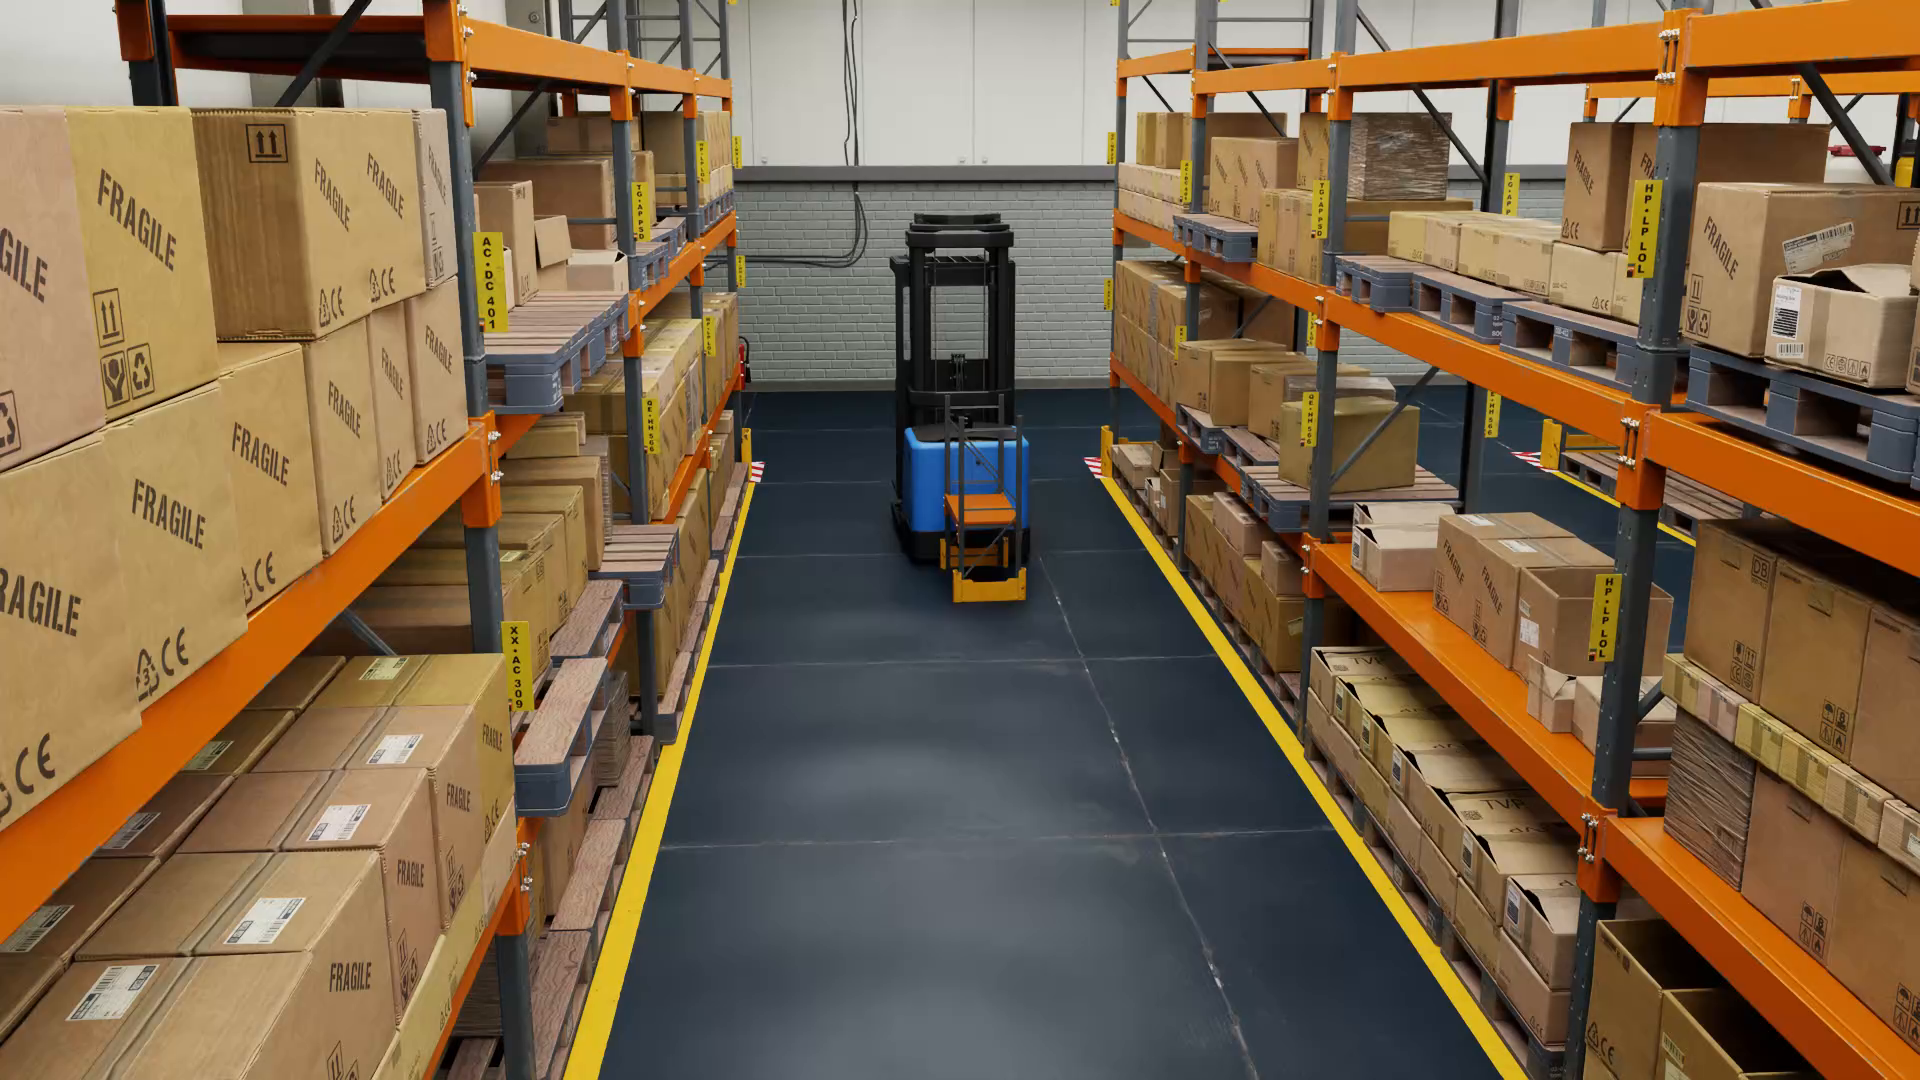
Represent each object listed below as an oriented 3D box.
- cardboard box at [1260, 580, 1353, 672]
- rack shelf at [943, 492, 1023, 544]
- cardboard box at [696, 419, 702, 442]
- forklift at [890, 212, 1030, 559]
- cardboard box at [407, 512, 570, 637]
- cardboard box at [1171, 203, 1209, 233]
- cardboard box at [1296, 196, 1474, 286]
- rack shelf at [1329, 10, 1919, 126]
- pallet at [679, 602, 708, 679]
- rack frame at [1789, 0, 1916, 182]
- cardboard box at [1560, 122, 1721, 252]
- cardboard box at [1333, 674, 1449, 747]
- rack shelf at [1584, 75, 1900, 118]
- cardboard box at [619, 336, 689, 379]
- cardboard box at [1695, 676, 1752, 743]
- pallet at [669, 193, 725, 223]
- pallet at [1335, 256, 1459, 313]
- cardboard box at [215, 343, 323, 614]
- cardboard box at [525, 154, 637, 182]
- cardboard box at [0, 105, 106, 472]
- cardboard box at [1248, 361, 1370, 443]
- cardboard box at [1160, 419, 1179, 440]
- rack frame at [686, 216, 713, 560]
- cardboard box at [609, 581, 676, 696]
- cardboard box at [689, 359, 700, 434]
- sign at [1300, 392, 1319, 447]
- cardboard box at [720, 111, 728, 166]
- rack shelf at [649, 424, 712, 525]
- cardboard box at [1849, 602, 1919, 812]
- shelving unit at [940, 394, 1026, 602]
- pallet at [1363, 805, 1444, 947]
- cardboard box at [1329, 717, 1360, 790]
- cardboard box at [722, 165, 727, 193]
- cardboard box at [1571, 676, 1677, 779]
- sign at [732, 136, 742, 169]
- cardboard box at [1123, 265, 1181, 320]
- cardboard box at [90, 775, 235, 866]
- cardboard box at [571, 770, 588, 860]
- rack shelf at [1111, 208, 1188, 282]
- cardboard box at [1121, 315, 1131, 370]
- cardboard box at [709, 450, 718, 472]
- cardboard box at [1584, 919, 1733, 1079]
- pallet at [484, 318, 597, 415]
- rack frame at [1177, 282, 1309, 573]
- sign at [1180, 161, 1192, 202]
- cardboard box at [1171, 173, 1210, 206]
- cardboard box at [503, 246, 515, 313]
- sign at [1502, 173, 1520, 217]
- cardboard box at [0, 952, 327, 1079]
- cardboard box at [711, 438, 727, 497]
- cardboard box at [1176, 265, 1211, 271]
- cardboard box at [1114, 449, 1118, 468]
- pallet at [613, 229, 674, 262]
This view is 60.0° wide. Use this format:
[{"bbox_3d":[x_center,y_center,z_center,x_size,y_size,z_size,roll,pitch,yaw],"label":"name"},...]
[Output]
[{"bbox_3d":[2.322,0.566,11.164,0.500,0.500,0.500,0,14,-1],"label":"cardboard box"},{"bbox_3d":[0.180,-0.191,13.706,0.538,0.185,1.000,-2,15,-6],"label":"rack shelf"},{"bbox_3d":[-2.235,-0.866,13.059,0.380,0.149,0.250,-1,14,-2],"label":"cardboard box"},{"bbox_3d":[-0.071,-1.575,15.490,1.130,2.935,3.031,-2,15,-6],"label":"forklift"},{"bbox_3d":[-2.179,0.179,7.452,0.700,0.500,0.500,1,14,4],"label":"cardboard box"},{"bbox_3d":[2.070,-2.694,13.982,0.500,0.250,0.500,-1,14,-3],"label":"cardboard box"},{"bbox_3d":[2.553,-1.812,10.051,0.910,0.500,0.500,-1,14,-3],"label":"cardboard box"},{"bbox_3d":[2.738,-2.068,7.476,1.077,0.370,4.000,-1,14,-3],"label":"rack shelf"},{"bbox_3d":[-2.376,0.725,12.007,1.003,0.211,1.213,-1,14,-3],"label":"pallet"},{"bbox_3d":[7.310,-4.178,13.430,1.000,3.000,0.127,-1,14,-3],"label":"rack frame"},{"bbox_3d":[2.804,-1.450,6.797,0.500,0.500,0.500,1,14,2],"label":"cardboard box"},{"bbox_3d":[2.394,0.920,9.206,0.500,0.311,0.500,-1,14,-5],"label":"cardboard box"},{"bbox_3d":[7.186,-4.133,15.502,1.077,0.370,4.000,-1,14,-3],"label":"rack shelf"},{"bbox_3d":[-2.240,-1.319,12.013,0.500,0.250,0.500,-1,14,-2],"label":"cardboard box"},{"bbox_3d":[2.701,0.562,5.543,0.380,0.149,0.250,-1,14,-3],"label":"cardboard box"},{"bbox_3d":[-2.691,-3.036,15.188,1.003,0.211,1.213,-1,14,-3],"label":"pallet"},{"bbox_3d":[2.745,-1.396,9.016,1.213,0.211,1.003,0,14,-1],"label":"pallet"},{"bbox_3d":[-1.694,-0.129,3.472,0.500,0.500,0.500,0,14,0],"label":"cardboard box"},{"bbox_3d":[-2.567,-2.350,11.262,0.700,0.500,0.500,-1,14,-3],"label":"cardboard box"},{"bbox_3d":[-1.597,-0.356,2.345,0.500,0.500,0.500,-1,14,-4],"label":"cardboard box"},{"bbox_3d":[2.537,-1.011,12.115,0.700,0.500,0.500,-5,15,-18],"label":"cardboard box"},{"bbox_3d":[2.398,-1.063,17.496,0.500,0.500,0.500,-1,14,-3],"label":"cardboard box"},{"bbox_3d":[-2.578,-1.120,13.583,1.000,3.000,0.127,-1,14,-3],"label":"rack frame"},{"bbox_3d":[-2.245,0.528,10.650,0.750,0.750,0.750,-1,14,-4],"label":"cardboard box"},{"bbox_3d":[-2.256,-1.084,12.607,0.500,0.500,0.500,-1,14,-3],"label":"cardboard box"},{"bbox_3d":[2.073,-0.714,9.841,0.100,0.325,0.005,-1,14,-3],"label":"sign"},{"bbox_3d":[-2.488,-3.807,15.760,0.500,0.500,0.500,0,14,-2],"label":"cardboard box"},{"bbox_3d":[-2.454,-0.274,11.739,1.077,0.370,4.000,-1,14,-3],"label":"rack shelf"},{"bbox_3d":[2.958,0.476,4.576,0.700,0.500,0.500,-1,14,-3],"label":"cardboard box"},{"bbox_3d":[0.179,-0.368,13.670,0.587,1.500,1.083,-2,15,-6],"label":"shelving unit"},{"bbox_3d":[2.698,1.656,8.390,1.003,0.211,1.213,-1,14,-3],"label":"pallet"},{"bbox_3d":[2.385,1.186,9.298,0.500,0.250,0.500,-1,14,-5],"label":"cardboard box"},{"bbox_3d":[-2.482,-3.439,15.834,0.500,0.250,0.500,-1,14,-6],"label":"cardboard box"},{"bbox_3d":[2.788,0.743,6.643,0.500,0.250,0.500,0,14,0],"label":"cardboard box"},{"bbox_3d":[-2.283,-3.963,16.994,0.100,0.325,0.005,-1,14,-3],"label":"sign"},{"bbox_3d":[1.922,-2.480,16.663,0.500,0.500,0.500,-1,14,-3],"label":"cardboard box"},{"bbox_3d":[-2.208,0.942,4.323,0.500,0.500,0.500,0,14,-2],"label":"cardboard box"},{"bbox_3d":[-2.259,1.304,8.297,0.700,0.500,0.500,-1,14,-4],"label":"cardboard box"},{"bbox_3d":[2.242,-2.799,15.533,1.077,0.370,4.000,-1,14,-3],"label":"rack shelf"},{"bbox_3d":[1.920,-1.998,16.794,0.500,0.500,0.500,-1,14,-4],"label":"cardboard box"},{"bbox_3d":[-2.361,-0.702,14.832,0.380,0.149,0.250,0,14,-2],"label":"cardboard box"},{"bbox_3d":[2.578,1.678,5.881,0.500,0.500,0.500,-1,14,-3],"label":"cardboard box"},{"bbox_3d":[-2.014,-0.647,6.103,1.213,0.211,1.003,-1,14,-3],"label":"pallet"},{"bbox_3d":[2.366,-1.197,13.883,1.000,3.000,0.127,-1,14,-3],"label":"rack frame"},{"bbox_3d":[1.825,-2.890,13.405,0.100,0.325,0.005,-1,14,-3],"label":"sign"},{"bbox_3d":[2.065,-2.936,13.920,0.500,0.250,0.500,-1,14,-3],"label":"cardboard box"},{"bbox_3d":[-2.075,-1.034,6.563,0.500,0.311,0.500,0,14,-2],"label":"cardboard box"},{"bbox_3d":[3.168,-1.950,9.594,0.100,0.325,0.005,-1,14,-3],"label":"sign"},{"bbox_3d":[-1.610,1.189,3.364,0.500,0.500,0.500,-1,14,-5],"label":"cardboard box"},{"bbox_3d":[-2.620,-0.685,16.068,0.700,0.500,0.500,-1,14,-5],"label":"cardboard box"},{"bbox_3d":[2.452,-2.493,16.711,0.500,0.500,0.500,0,14,-2],"label":"cardboard box"},{"bbox_3d":[1.817,-0.861,17.381,0.380,0.166,0.250,-1,14,-3],"label":"cardboard box"},{"bbox_3d":[-2.495,-1.924,11.066,1.003,0.211,1.213,0,14,-1],"label":"pallet"}]
